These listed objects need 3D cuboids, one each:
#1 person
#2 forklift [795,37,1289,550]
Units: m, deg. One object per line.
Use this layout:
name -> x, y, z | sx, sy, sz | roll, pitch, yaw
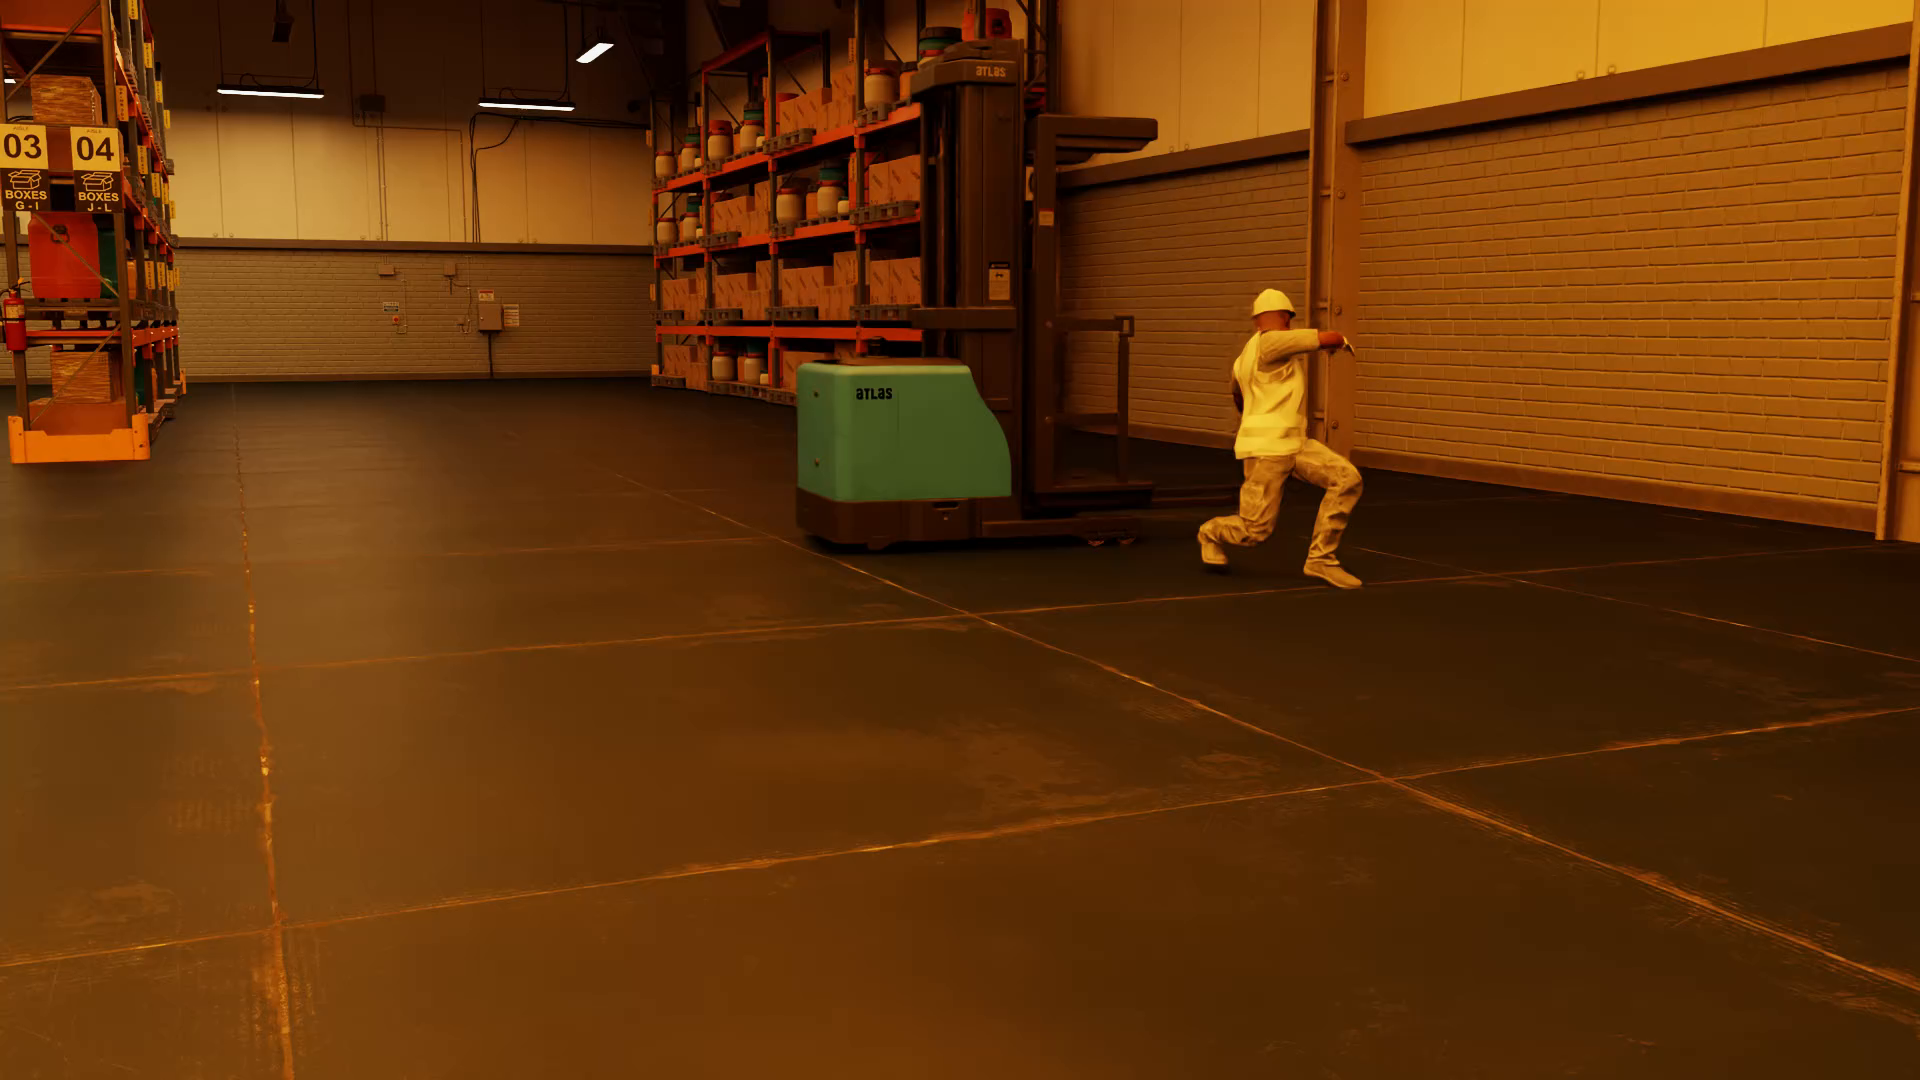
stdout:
person -> 1.722, -0.551, 8.661 | 0.995, 1.501, 0.857 | 5, 9, 36
forklift -> 0.556, -1.486, 10.209 | 3.031, 2.935, 1.130 | -3, 8, -19
